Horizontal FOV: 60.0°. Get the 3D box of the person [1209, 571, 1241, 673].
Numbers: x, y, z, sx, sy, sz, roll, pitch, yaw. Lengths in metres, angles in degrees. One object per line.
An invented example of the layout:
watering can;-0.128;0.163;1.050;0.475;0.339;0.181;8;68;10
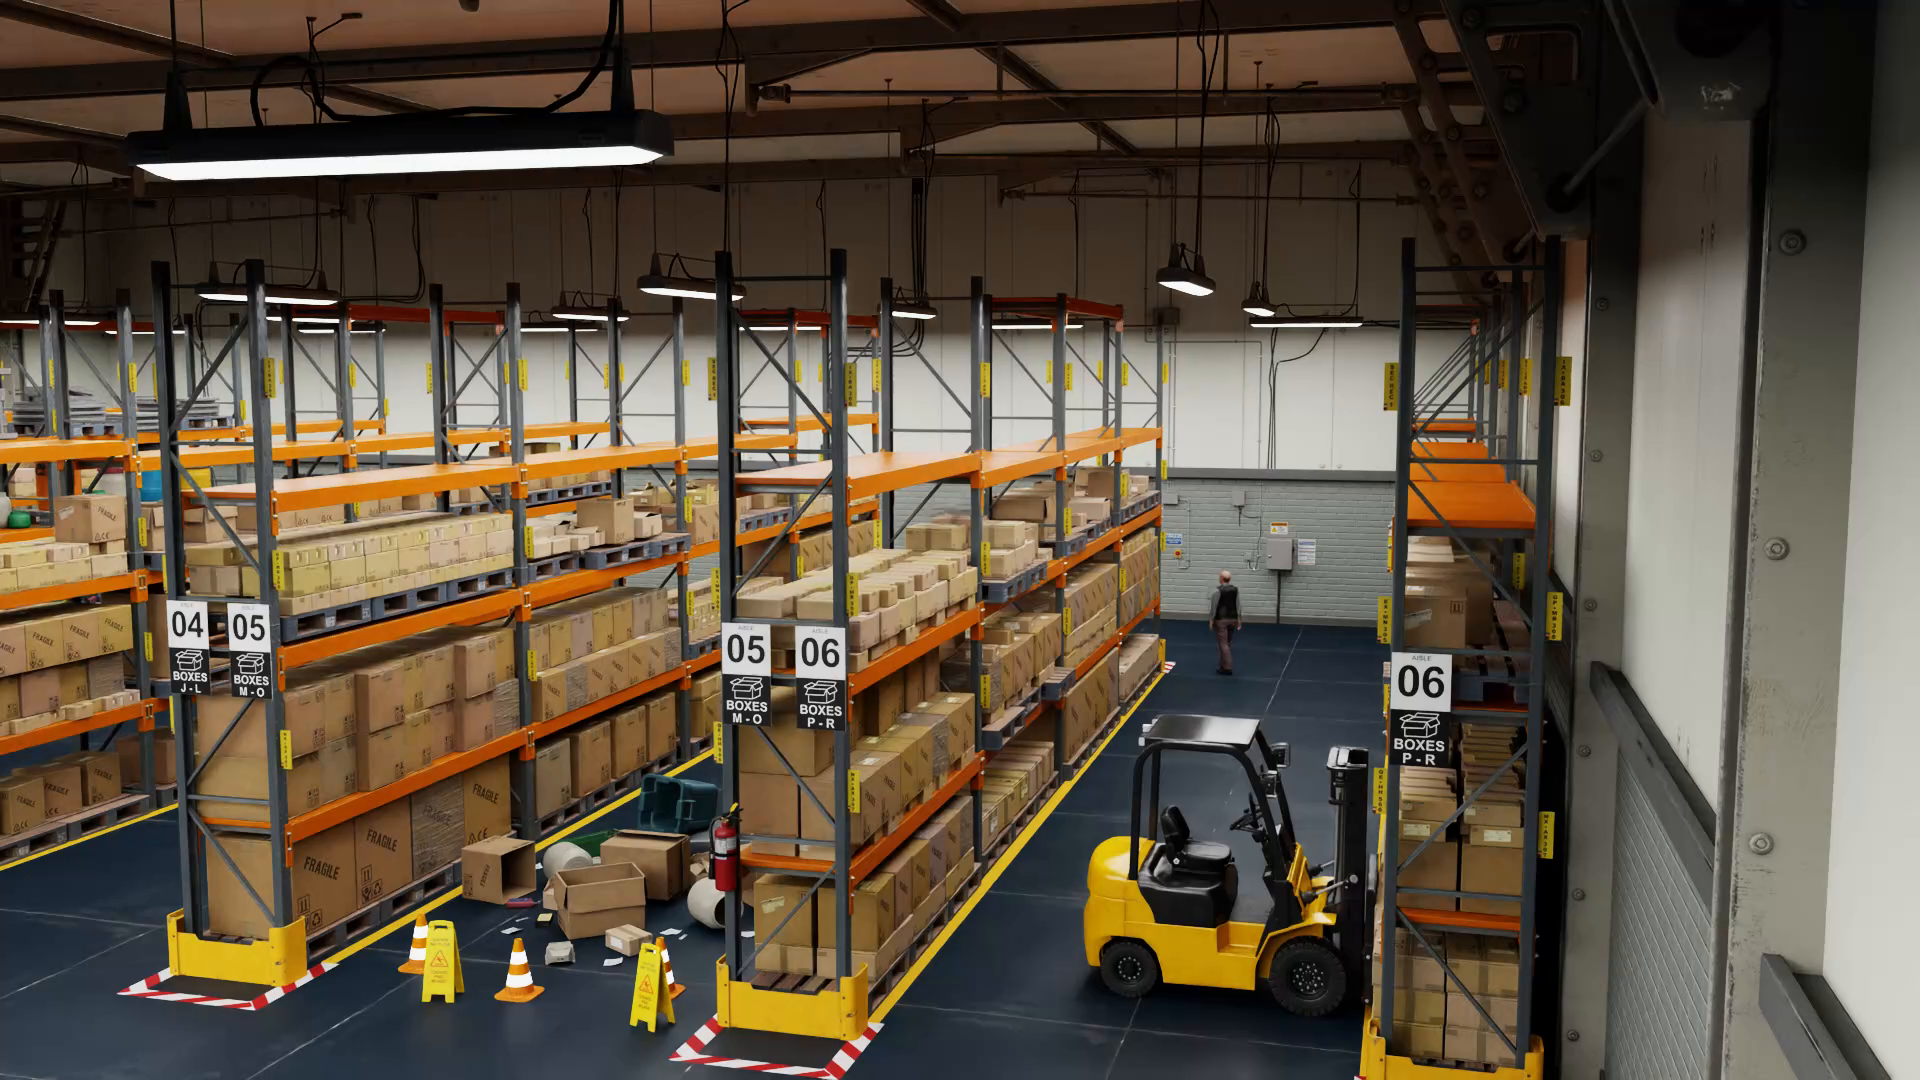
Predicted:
person;4.435;1.369;28.004;0.570;1.717;0.675;-3;7;-28
